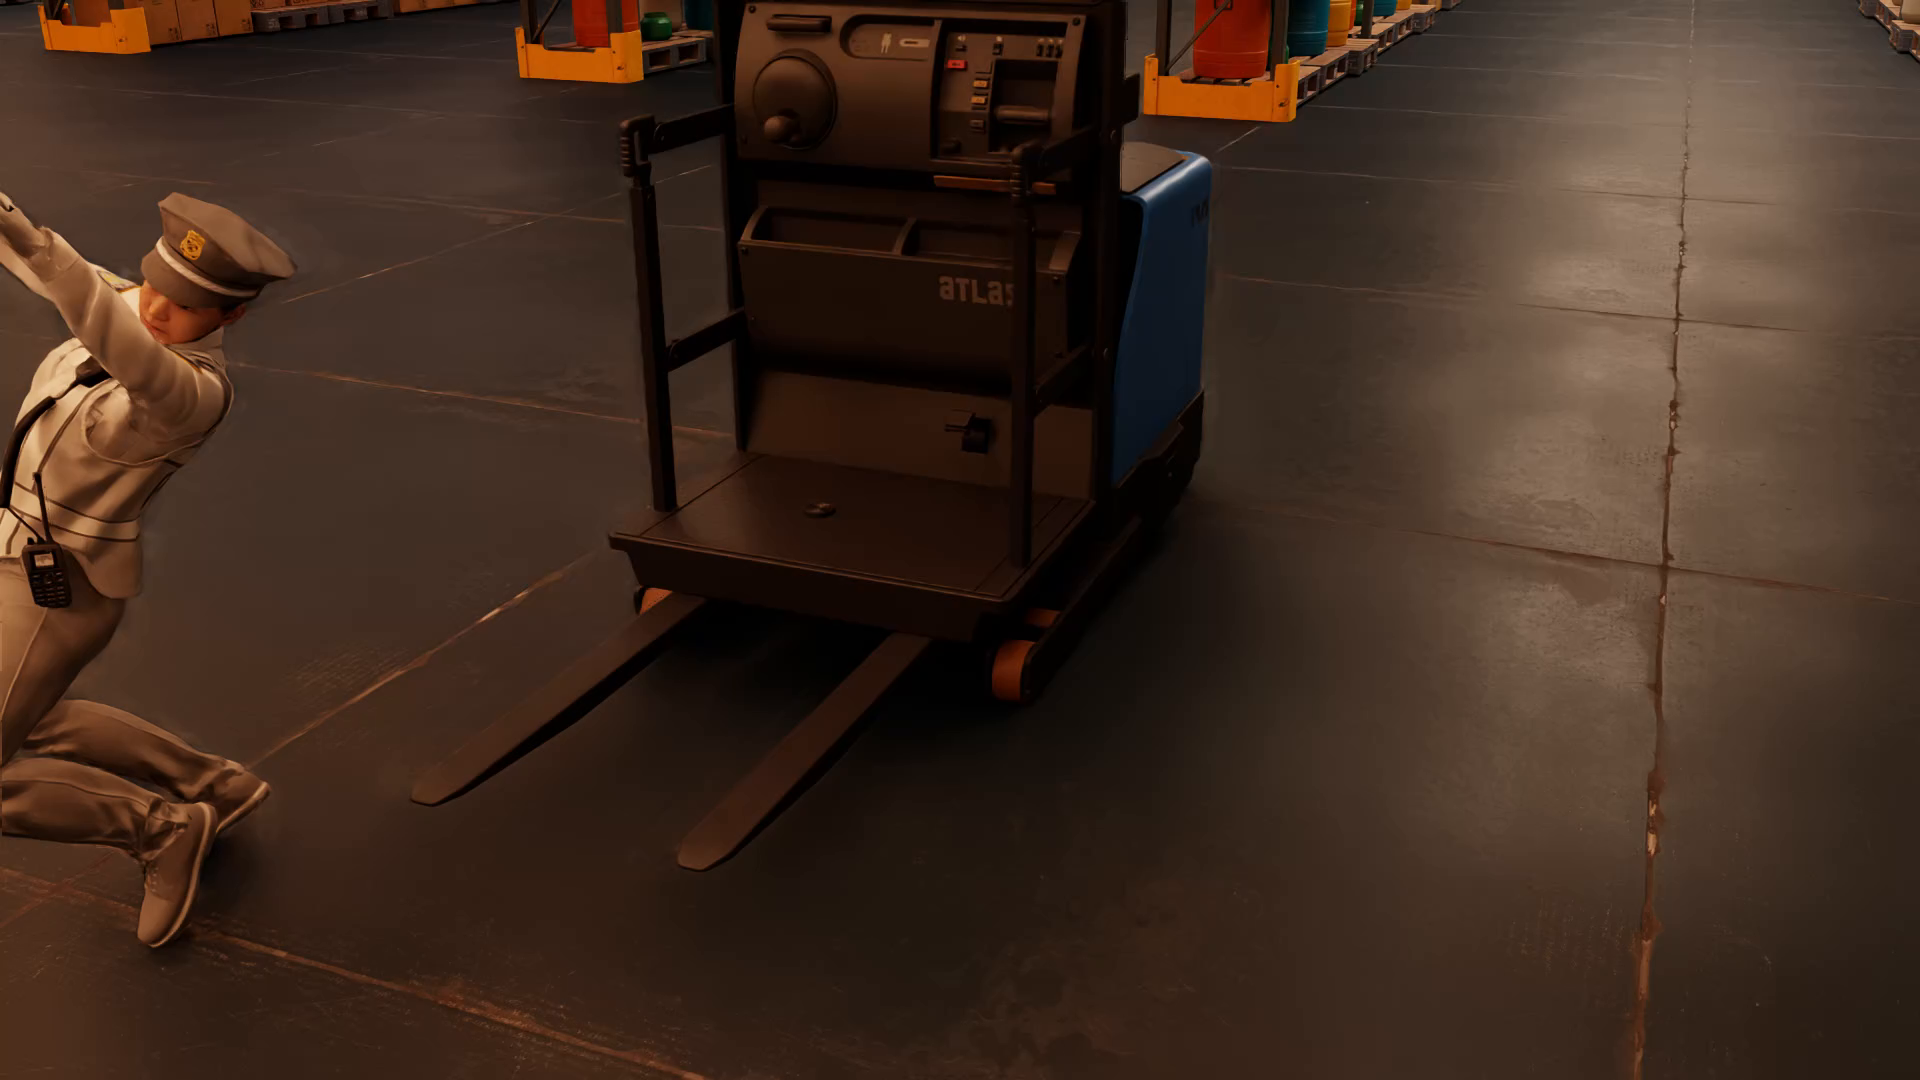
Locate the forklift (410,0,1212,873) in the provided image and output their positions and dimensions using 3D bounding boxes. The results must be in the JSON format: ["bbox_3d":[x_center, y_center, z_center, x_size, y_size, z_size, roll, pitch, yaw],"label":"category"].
[{"bbox_3d":[-0.216,-1.128,3.990,1.130,2.935,3.031,9,24,20],"label":"forklift"}]

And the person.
[{"bbox_3d":[-1.555,0.013,3.084,0.761,1.531,0.876,-11,25,-24],"label":"person"}]
